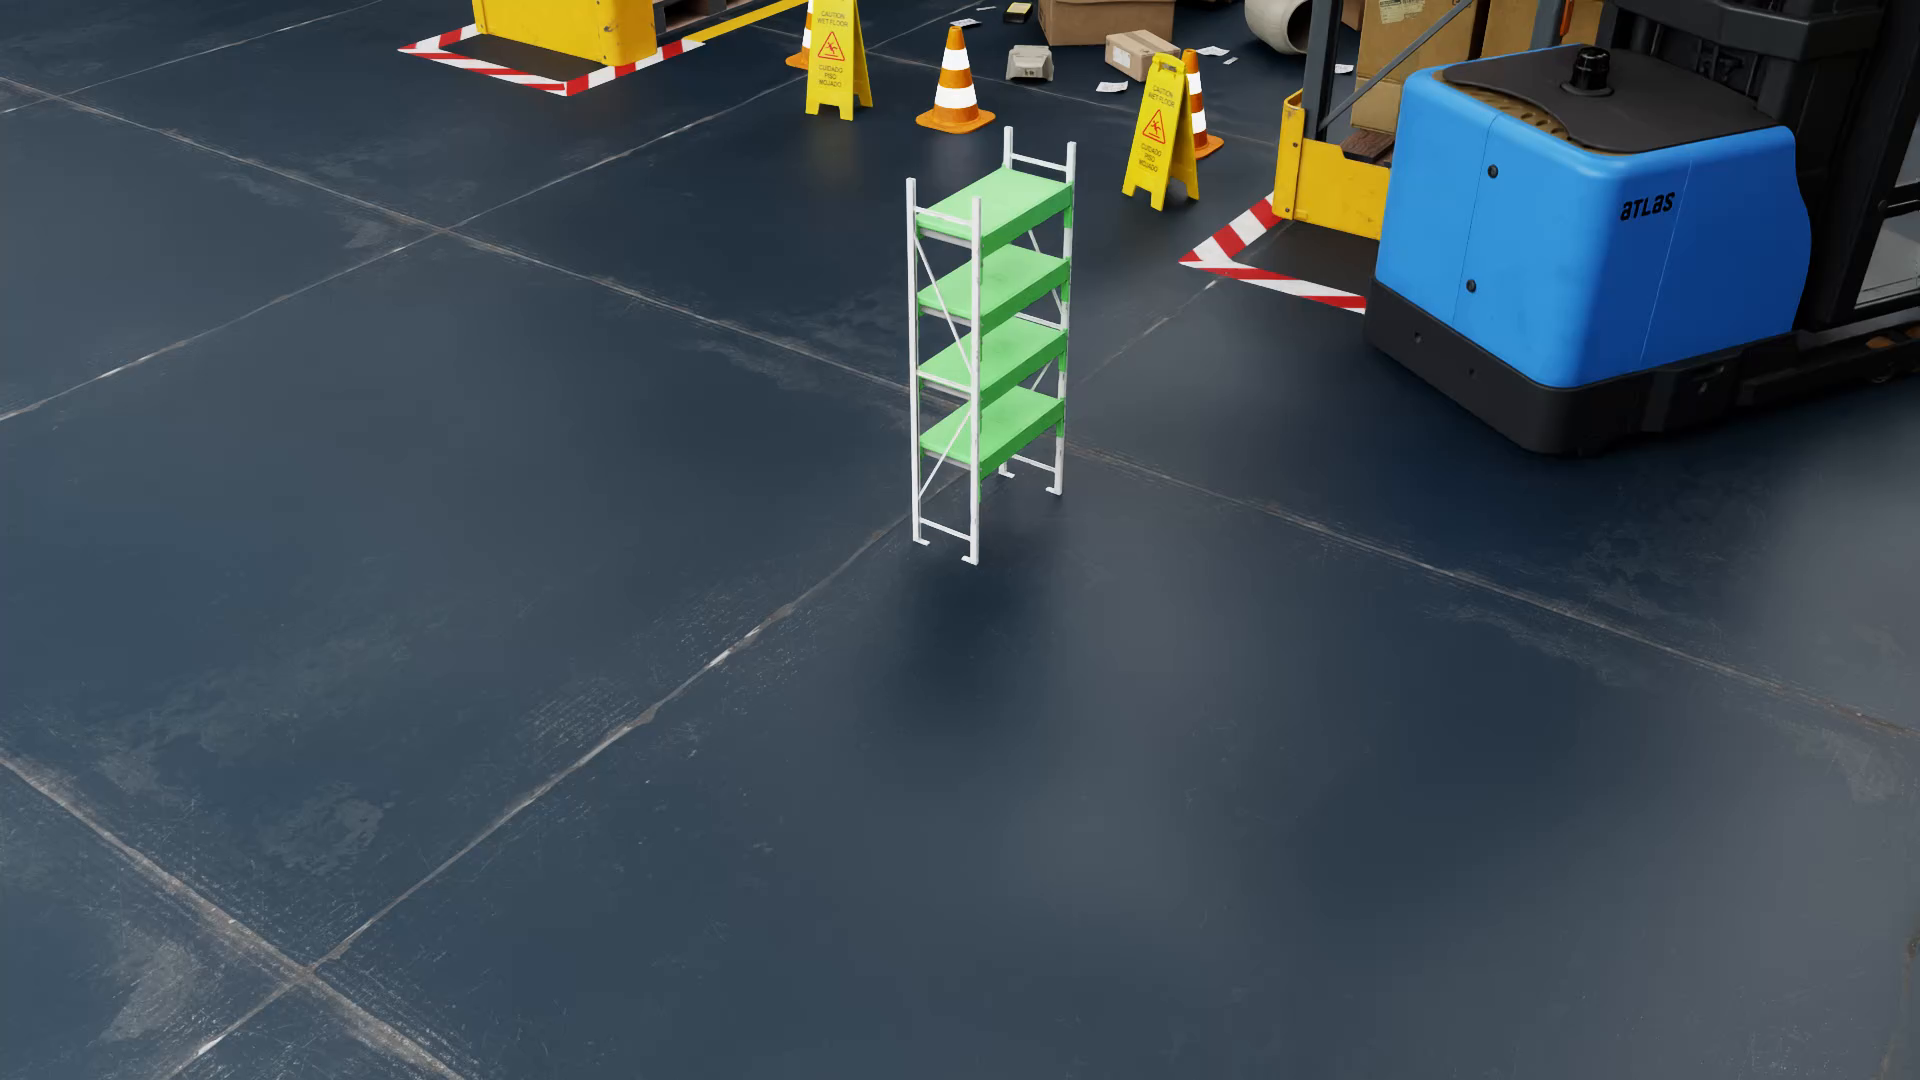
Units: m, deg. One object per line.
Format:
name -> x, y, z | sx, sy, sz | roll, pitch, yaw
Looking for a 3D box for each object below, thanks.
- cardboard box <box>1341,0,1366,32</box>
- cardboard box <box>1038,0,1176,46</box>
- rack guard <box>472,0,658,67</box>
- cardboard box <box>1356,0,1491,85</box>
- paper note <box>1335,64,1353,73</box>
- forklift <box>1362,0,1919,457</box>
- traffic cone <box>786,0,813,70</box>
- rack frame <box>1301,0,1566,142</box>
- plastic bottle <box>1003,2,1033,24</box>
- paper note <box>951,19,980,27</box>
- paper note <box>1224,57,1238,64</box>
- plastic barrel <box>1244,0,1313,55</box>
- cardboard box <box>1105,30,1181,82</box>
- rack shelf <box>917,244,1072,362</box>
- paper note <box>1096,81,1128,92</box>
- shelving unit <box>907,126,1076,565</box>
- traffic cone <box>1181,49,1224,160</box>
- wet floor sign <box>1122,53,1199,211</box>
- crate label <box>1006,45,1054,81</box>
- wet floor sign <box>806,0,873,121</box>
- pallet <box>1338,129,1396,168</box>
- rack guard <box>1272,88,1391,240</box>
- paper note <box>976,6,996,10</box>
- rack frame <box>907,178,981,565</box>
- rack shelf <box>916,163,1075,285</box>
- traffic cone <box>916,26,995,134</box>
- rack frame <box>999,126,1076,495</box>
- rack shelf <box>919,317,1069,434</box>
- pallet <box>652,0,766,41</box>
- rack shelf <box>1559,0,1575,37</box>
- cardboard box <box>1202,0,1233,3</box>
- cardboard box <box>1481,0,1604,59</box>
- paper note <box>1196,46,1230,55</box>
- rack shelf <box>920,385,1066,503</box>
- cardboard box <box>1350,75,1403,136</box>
cardboard box -> 2.451, -3.300, 9.681 | 0.500, 0.500, 0.500 | -9, 35, -13
cardboard box -> 0.821, -3.135, 9.436 | 0.797, 0.503, 0.637 | -3, 34, -4
rack guard -> -2.239, -3.040, 9.299 | 1.175, 0.500, 0.348 | 21, 39, 28
cardboard box -> 2.142, -2.349, 7.457 | 0.500, 0.500, 0.500 | 22, 40, 28
paper note -> 2.056, -2.564, 9.014 | 0.142, 0.019, 0.148 | 8, 35, 12
forklift -> 3.076, -2.044, 5.656 | 3.031, 2.935, 1.130 | -14, 37, -20
traffic cone -> -0.756, -2.826, 9.017 | 0.336, 0.463, 0.334 | 21, 39, 28
rack frame -> 1.899, -2.552, 6.346 | 1.000, 3.000, 0.127 | 21, 39, 28
plastic bottle -> 0.350, -3.119, 9.807 | 0.133, 0.061, 0.283 | 8, 35, 12
paper note -> 0.040, -3.016, 9.684 | 0.142, 0.017, 0.144 | -22, 40, -29
paper note -> 1.488, -2.632, 9.134 | 0.032, 0.001, 0.123 | 21, 39, 28
plastic barrel -> 1.833, -2.919, 9.188 | 0.421, 0.421, 0.512 | -9, 35, -13
cardboard box -> 0.986, -2.619, 8.990 | 0.250, 0.149, 0.380 | -15, 37, -21
rack shelf -> 0.094, -0.719, 4.928 | 0.258, 0.148, 0.480 | 21, 39, 28
paper note -> 0.803, -2.393, 8.761 | 0.148, 0.019, 0.142 | 8, 35, 12
shelving unit -> 0.094, -0.573, 5.027 | 0.258, 1.200, 0.503 | 21, 39, 28
traffic cone -> 1.084, -2.111, 7.958 | 0.336, 0.463, 0.334 | 21, 39, 28
wet floor sign -> 0.912, -1.831, 7.382 | 0.232, 0.644, 0.267 | -22, 40, -29
crate label -> 0.376, -2.556, 8.907 | 0.250, 0.136, 0.298 | 3, 34, 4
wet floor sign -> -0.615, -2.465, 8.320 | 0.267, 0.644, 0.232 | 14, 37, 20
pallet -> 2.435, -1.794, 7.715 | 1.003, 0.211, 1.213 | 21, 39, 28
rack guard -> 1.942, -1.551, 7.098 | 1.175, 0.500, 0.348 | 21, 39, 28
paper note -> 0.155, -3.178, 9.940 | 0.123, 0.001, 0.032 | -15, 37, -21
rack frame -> -0.045, -0.461, 4.860 | 0.240, 1.200, 0.015 | 21, 39, 28
rack shelf -> 0.094, -0.918, 4.793 | 0.258, 0.148, 0.480 | 21, 39, 28
traffic cone -> -0.021, -2.309, 8.251 | 0.336, 0.463, 0.334 | 21, 39, 28
rack frame -> 0.234, -0.685, 5.193 | 0.240, 1.200, 0.015 | 21, 39, 28
rack shelf -> 0.094, -0.520, 5.062 | 0.258, 0.148, 0.480 | 21, 39, 28
pallet -> -1.834, -3.324, 9.977 | 1.003, 0.211, 1.213 | 21, 39, 28
rack shelf -> 3.039, -3.174, 7.908 | 1.077, 0.370, 4.000 | 21, 39, 28
cardboard box -> 1.347, -3.624, 10.039 | 0.797, 0.637, 0.503 | 21, 39, 28
cardboard box -> 2.599, -2.192, 7.223 | 0.500, 0.500, 0.500 | 20, 39, 27
paper note -> 1.410, -2.731, 9.272 | 0.142, 0.019, 0.148 | -22, 40, -29
rack shelf -> 0.094, -0.321, 5.197 | 0.258, 0.148, 0.480 | 21, 39, 28
cardboard box -> 2.153, -2.056, 7.692 | 0.500, 0.250, 0.500 | 21, 39, 28
